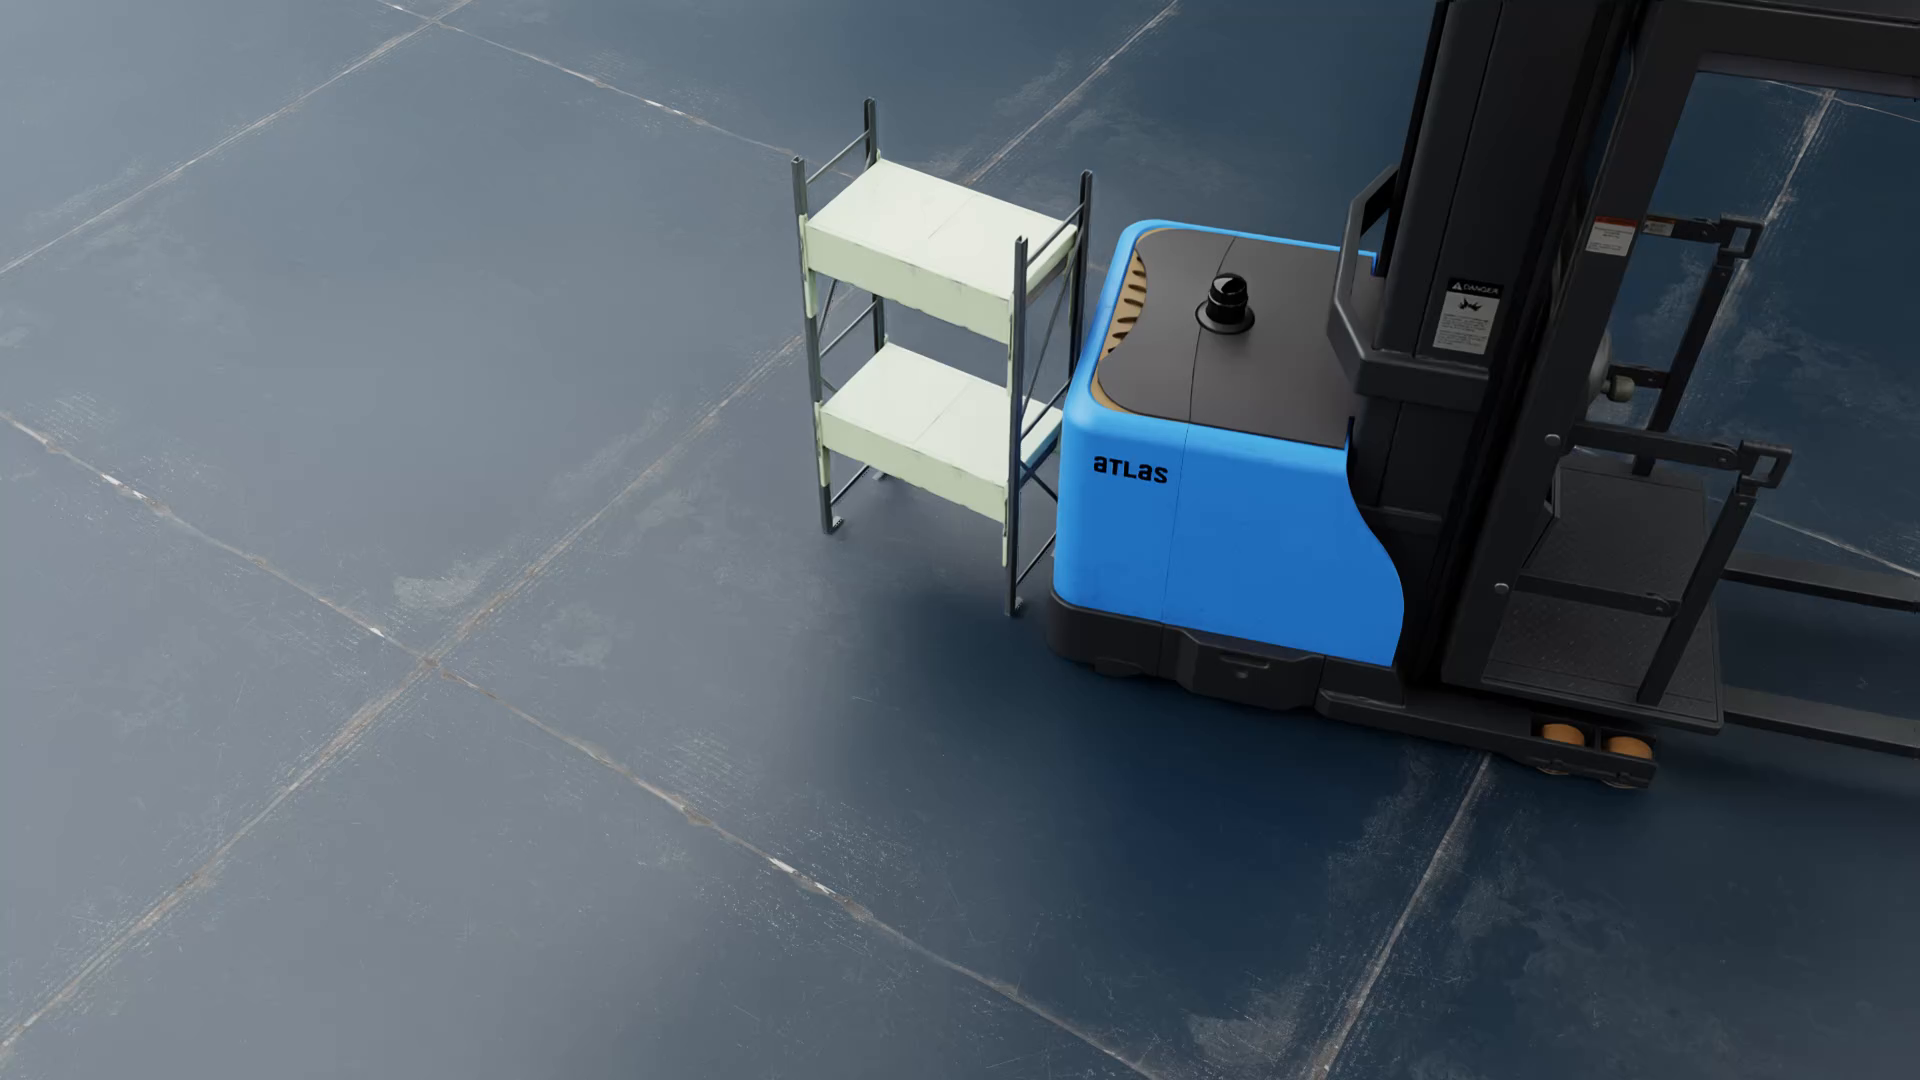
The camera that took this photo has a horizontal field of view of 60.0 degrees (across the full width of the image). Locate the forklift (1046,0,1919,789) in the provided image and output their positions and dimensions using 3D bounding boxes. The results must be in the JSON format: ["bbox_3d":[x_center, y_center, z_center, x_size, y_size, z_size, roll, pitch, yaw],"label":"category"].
[{"bbox_3d":[1.851,-0.697,4.384,3.031,2.935,1.130,11,47,10],"label":"forklift"}]

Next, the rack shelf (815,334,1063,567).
[{"bbox_3d":[-0.053,-0.302,5.453,0.720,0.370,0.431,24,50,21],"label":"rack shelf"}]

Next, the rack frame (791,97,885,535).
[{"bbox_3d":[-0.365,-0.667,5.352,0.023,1.500,0.400,24,50,21],"label":"rack frame"}]

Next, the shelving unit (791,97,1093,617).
[{"bbox_3d":[-0.053,-0.530,5.219,0.755,1.500,0.431,24,50,21],"label":"shelving unit"}]

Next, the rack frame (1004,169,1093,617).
[{"bbox_3d":[0.260,-0.393,5.086,0.023,1.500,0.400,24,50,21],"label":"rack frame"}]

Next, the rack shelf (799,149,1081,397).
[{"bbox_3d":[-0.053,-0.802,4.939,0.720,0.370,0.431,24,50,21],"label":"rack shelf"}]
